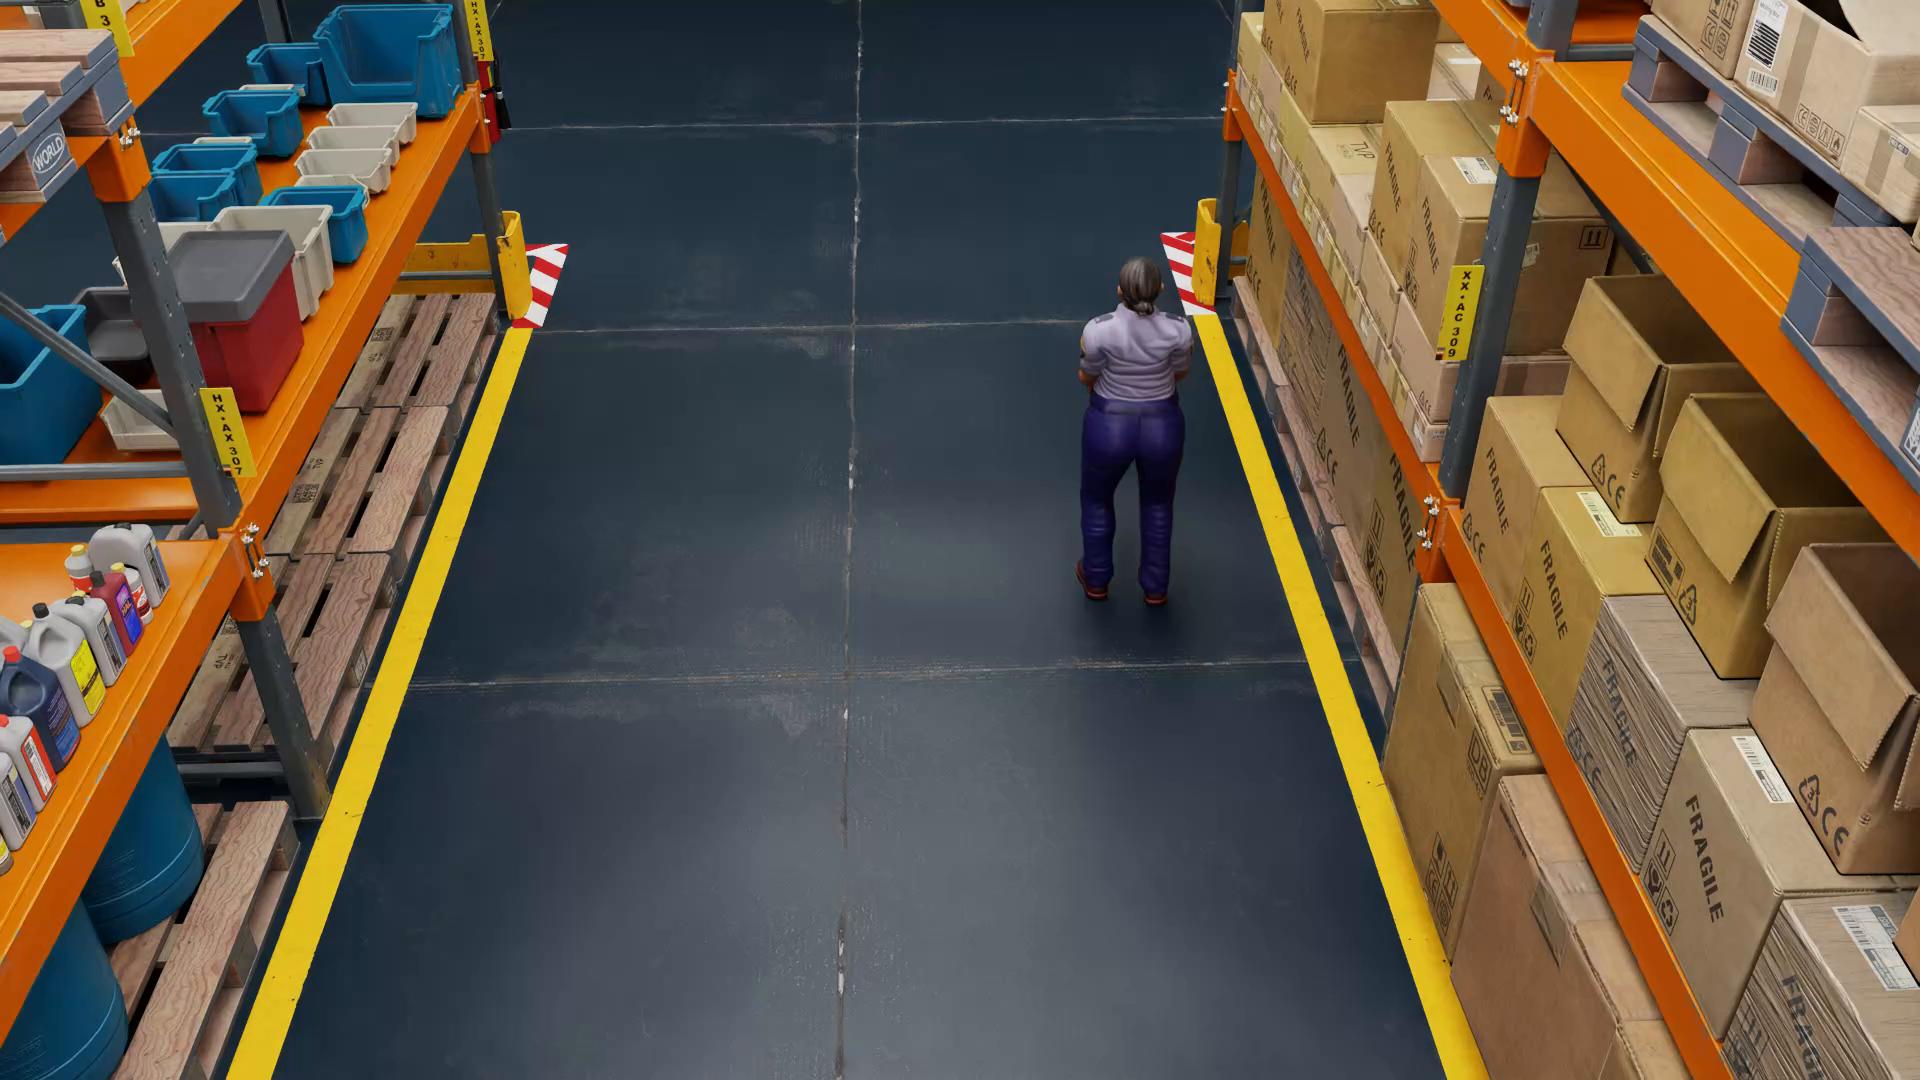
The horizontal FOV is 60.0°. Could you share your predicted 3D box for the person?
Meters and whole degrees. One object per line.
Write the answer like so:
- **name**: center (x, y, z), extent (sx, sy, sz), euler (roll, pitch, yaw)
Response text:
- **person**: center (0.696, -0.470, 6.810), extent (0.498, 1.656, 0.450), euler (-2, 35, -3)
